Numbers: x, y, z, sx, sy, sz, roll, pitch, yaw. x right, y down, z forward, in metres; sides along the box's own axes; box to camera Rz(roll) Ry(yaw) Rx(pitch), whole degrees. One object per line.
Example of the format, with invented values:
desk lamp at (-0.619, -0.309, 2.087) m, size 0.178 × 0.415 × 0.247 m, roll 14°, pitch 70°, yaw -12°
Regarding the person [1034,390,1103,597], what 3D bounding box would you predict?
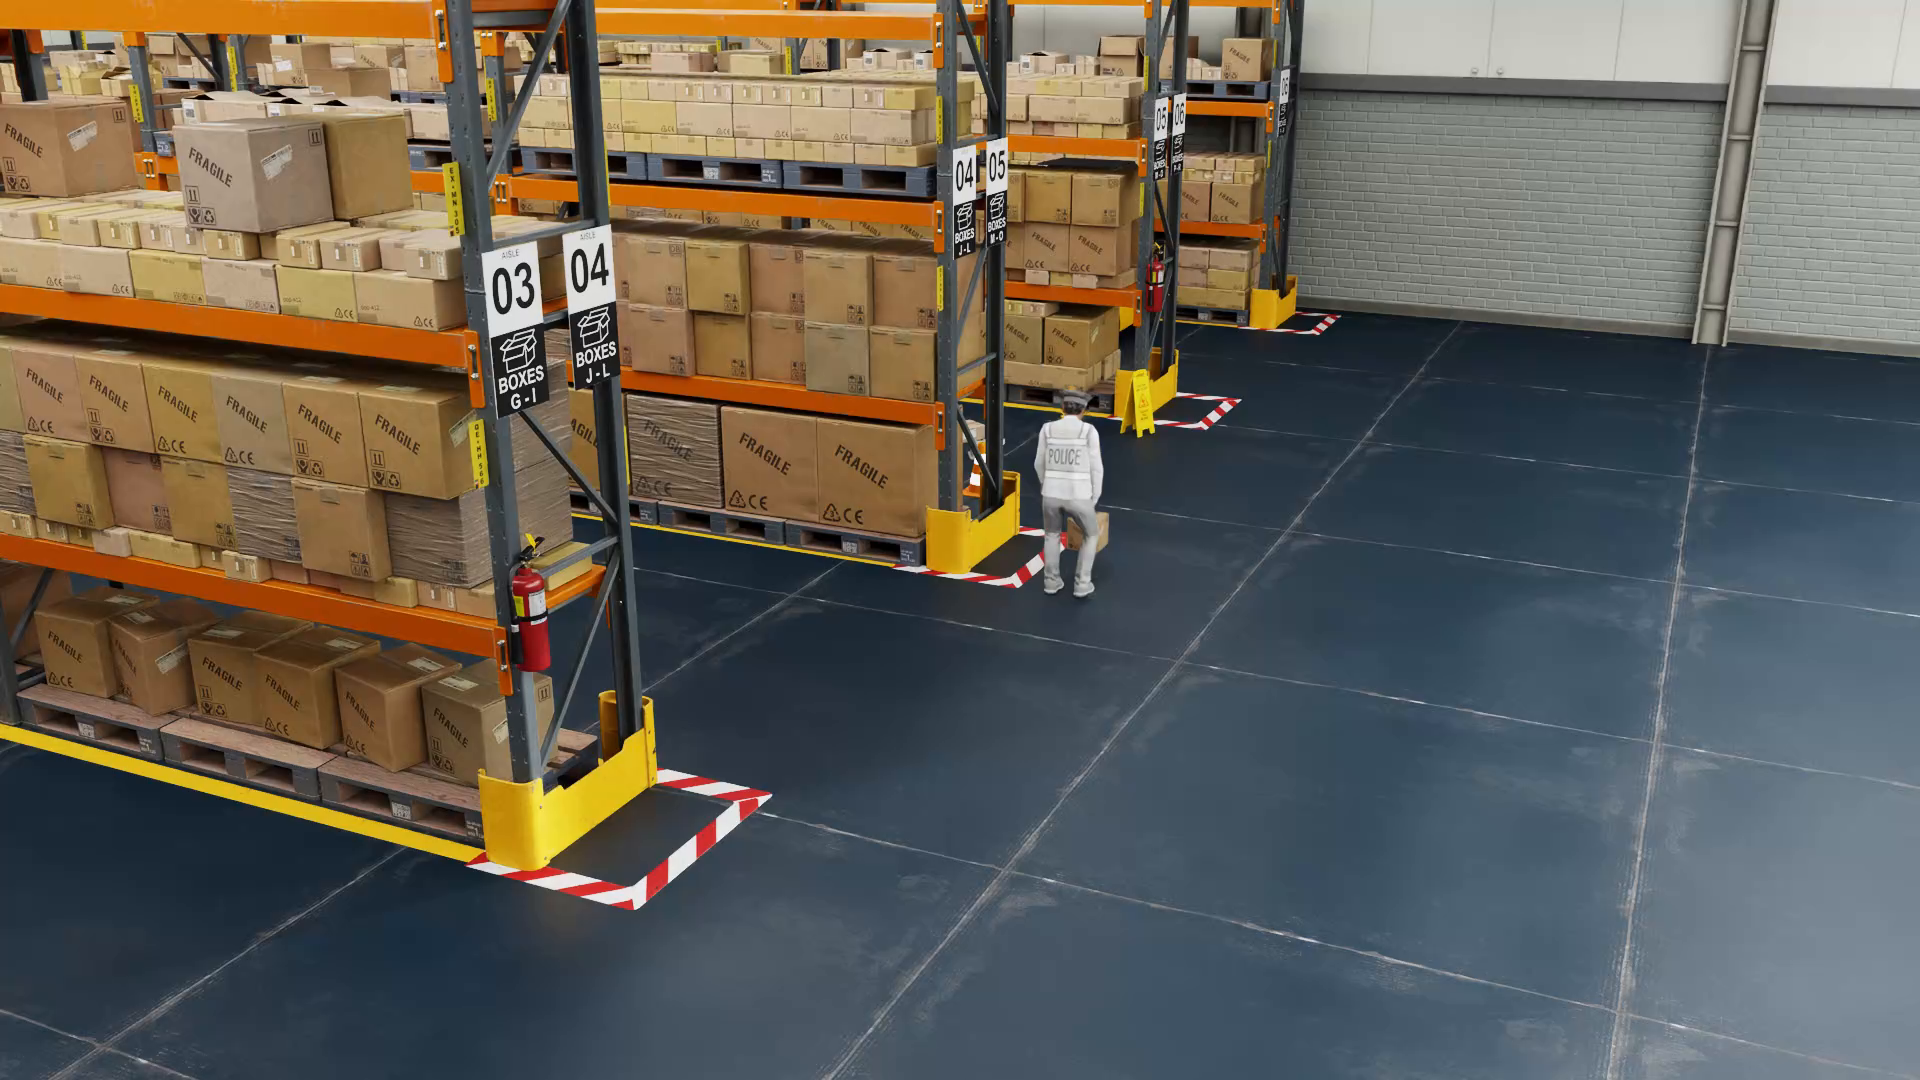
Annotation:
person at (0.794, -0.342, 12.285) m, size 0.526 × 1.522 × 0.591 m, roll 7°, pitch 20°, yaw 20°
